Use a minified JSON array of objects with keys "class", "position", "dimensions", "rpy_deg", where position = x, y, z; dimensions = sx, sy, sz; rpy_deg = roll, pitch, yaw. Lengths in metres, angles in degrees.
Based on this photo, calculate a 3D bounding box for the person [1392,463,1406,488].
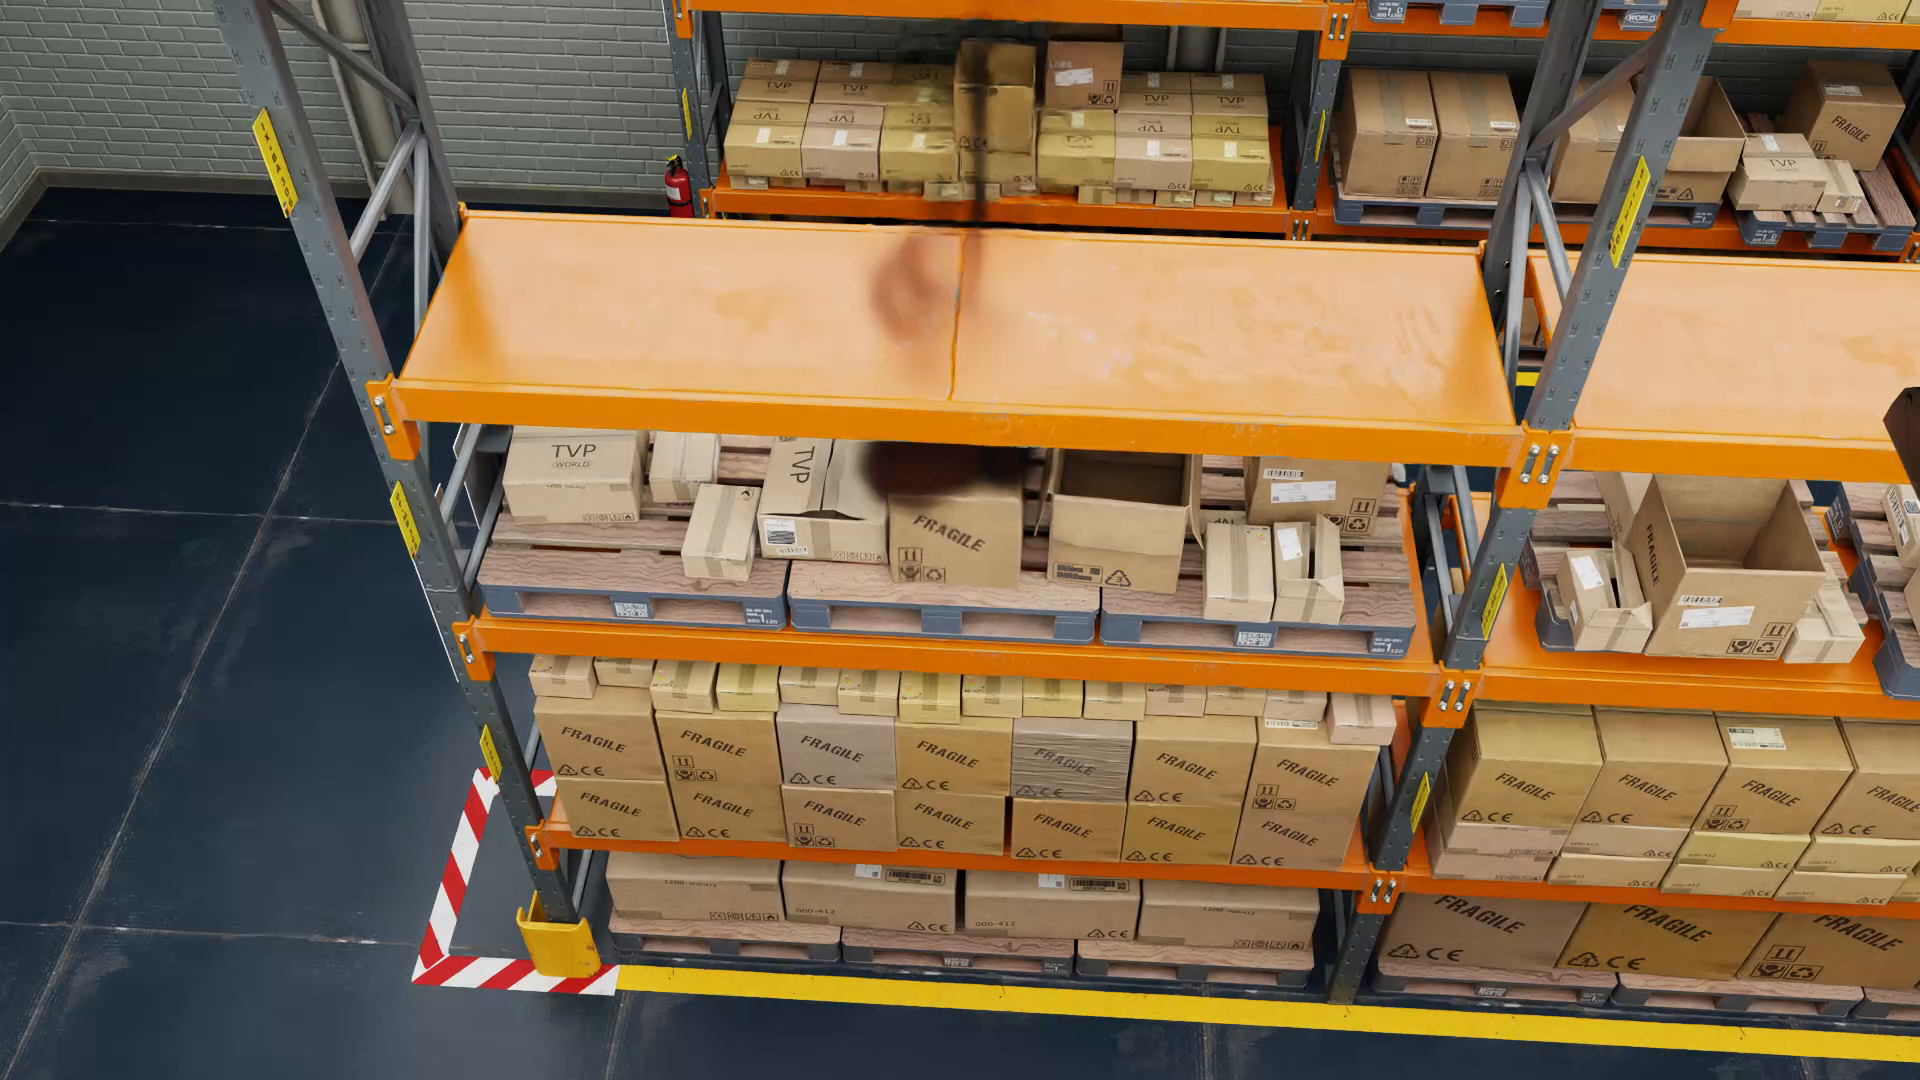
[{"class":"person","position":[2.175,0.121,9.161],"dimensions":[0.864,1.697,0.556],"rpy_deg":[-1,48,-1]}]
